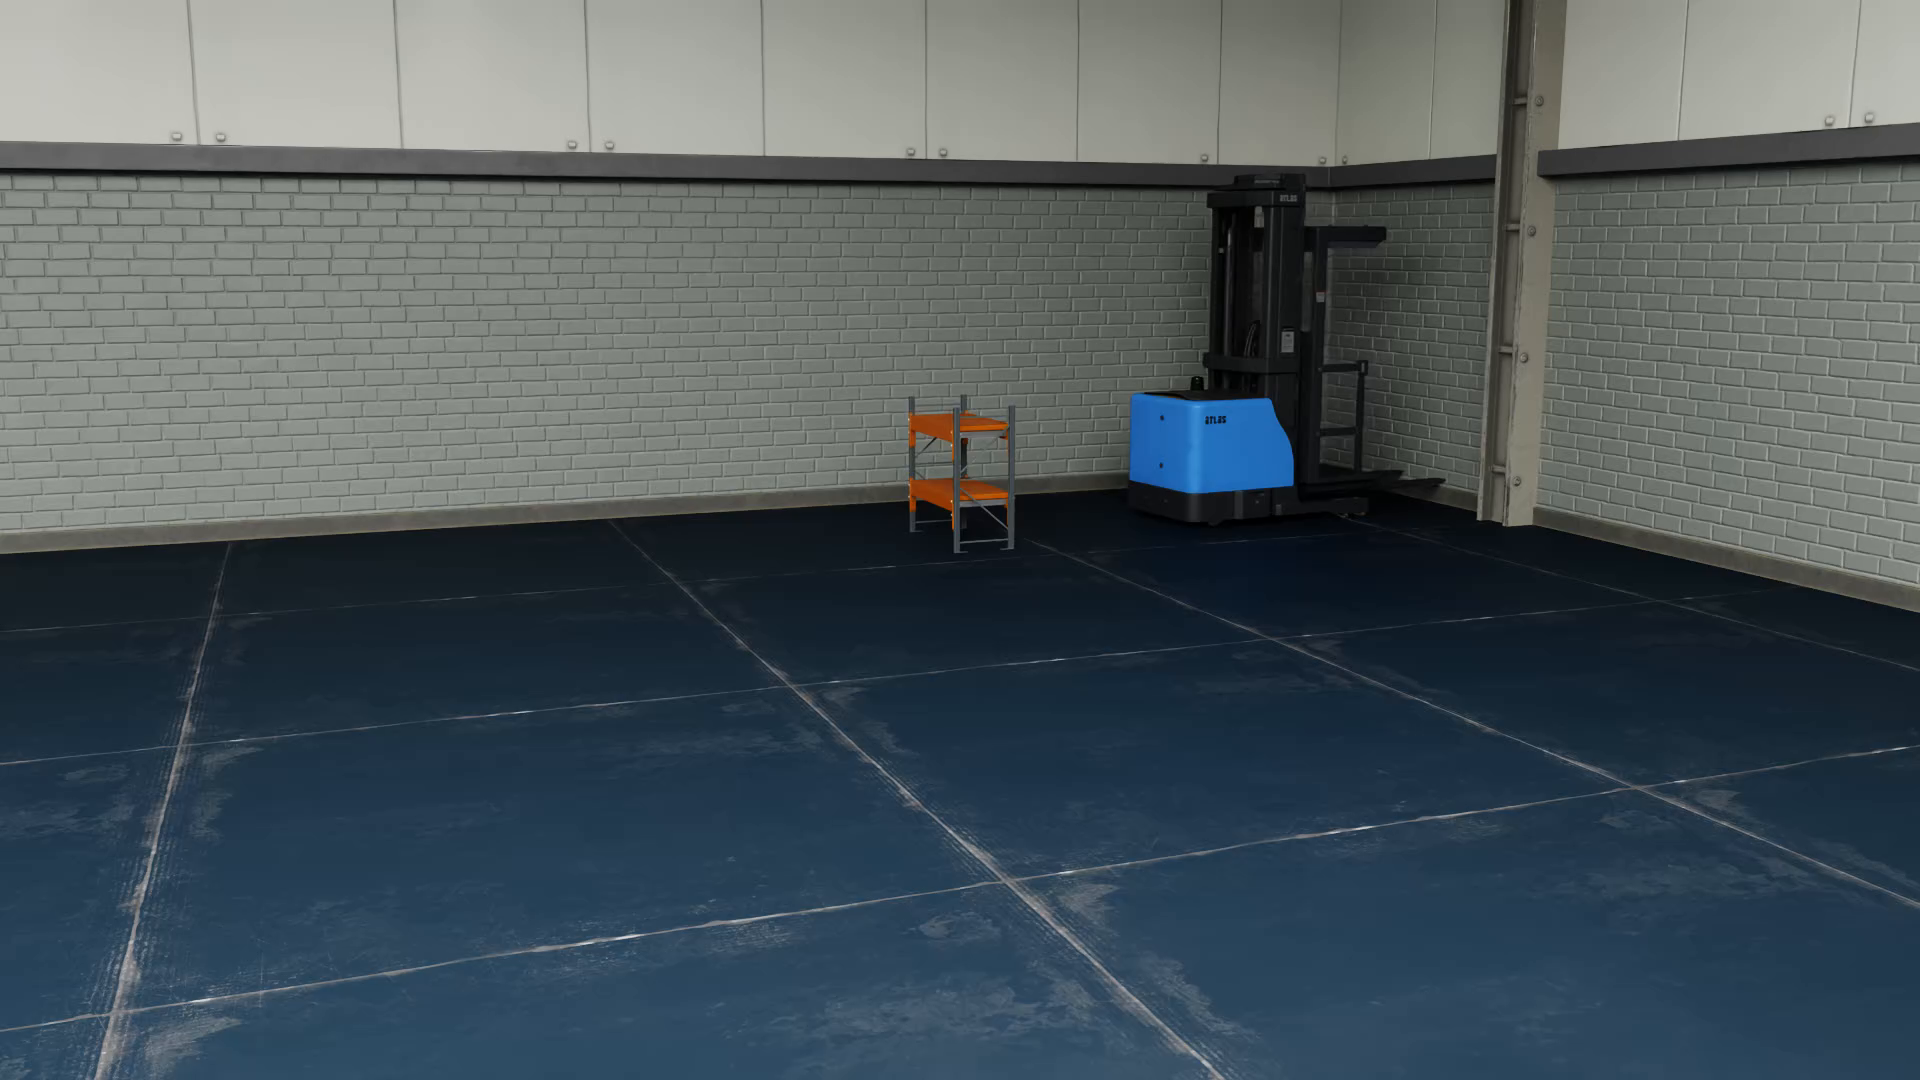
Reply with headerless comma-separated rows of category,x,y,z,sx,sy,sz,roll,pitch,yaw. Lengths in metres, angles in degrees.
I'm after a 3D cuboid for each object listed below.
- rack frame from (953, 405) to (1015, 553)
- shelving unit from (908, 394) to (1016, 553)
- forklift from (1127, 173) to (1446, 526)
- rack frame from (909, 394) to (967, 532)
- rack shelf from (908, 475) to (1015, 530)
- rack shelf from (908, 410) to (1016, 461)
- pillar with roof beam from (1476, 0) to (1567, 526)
rack frame,0.187,-0.470,12.849,0.500,1.125,0.032,-4,11,-21
shelving unit,0.002,-0.553,13.315,0.538,1.125,1.048,-4,11,-21
forklift,3.021,-1.715,14.694,3.031,2.935,1.130,-5,11,-27
rack frame,-0.182,-0.636,13.782,0.500,1.125,0.032,-4,11,-21
rack shelf,0.002,-0.312,13.358,0.538,0.278,1.000,-4,11,-21
rack shelf,0.002,-0.841,13.264,0.538,0.278,1.000,-4,11,-21
pillar with roof beam,0.679,-4.313,11.974,9.100,9.000,0.400,-4,11,-21
